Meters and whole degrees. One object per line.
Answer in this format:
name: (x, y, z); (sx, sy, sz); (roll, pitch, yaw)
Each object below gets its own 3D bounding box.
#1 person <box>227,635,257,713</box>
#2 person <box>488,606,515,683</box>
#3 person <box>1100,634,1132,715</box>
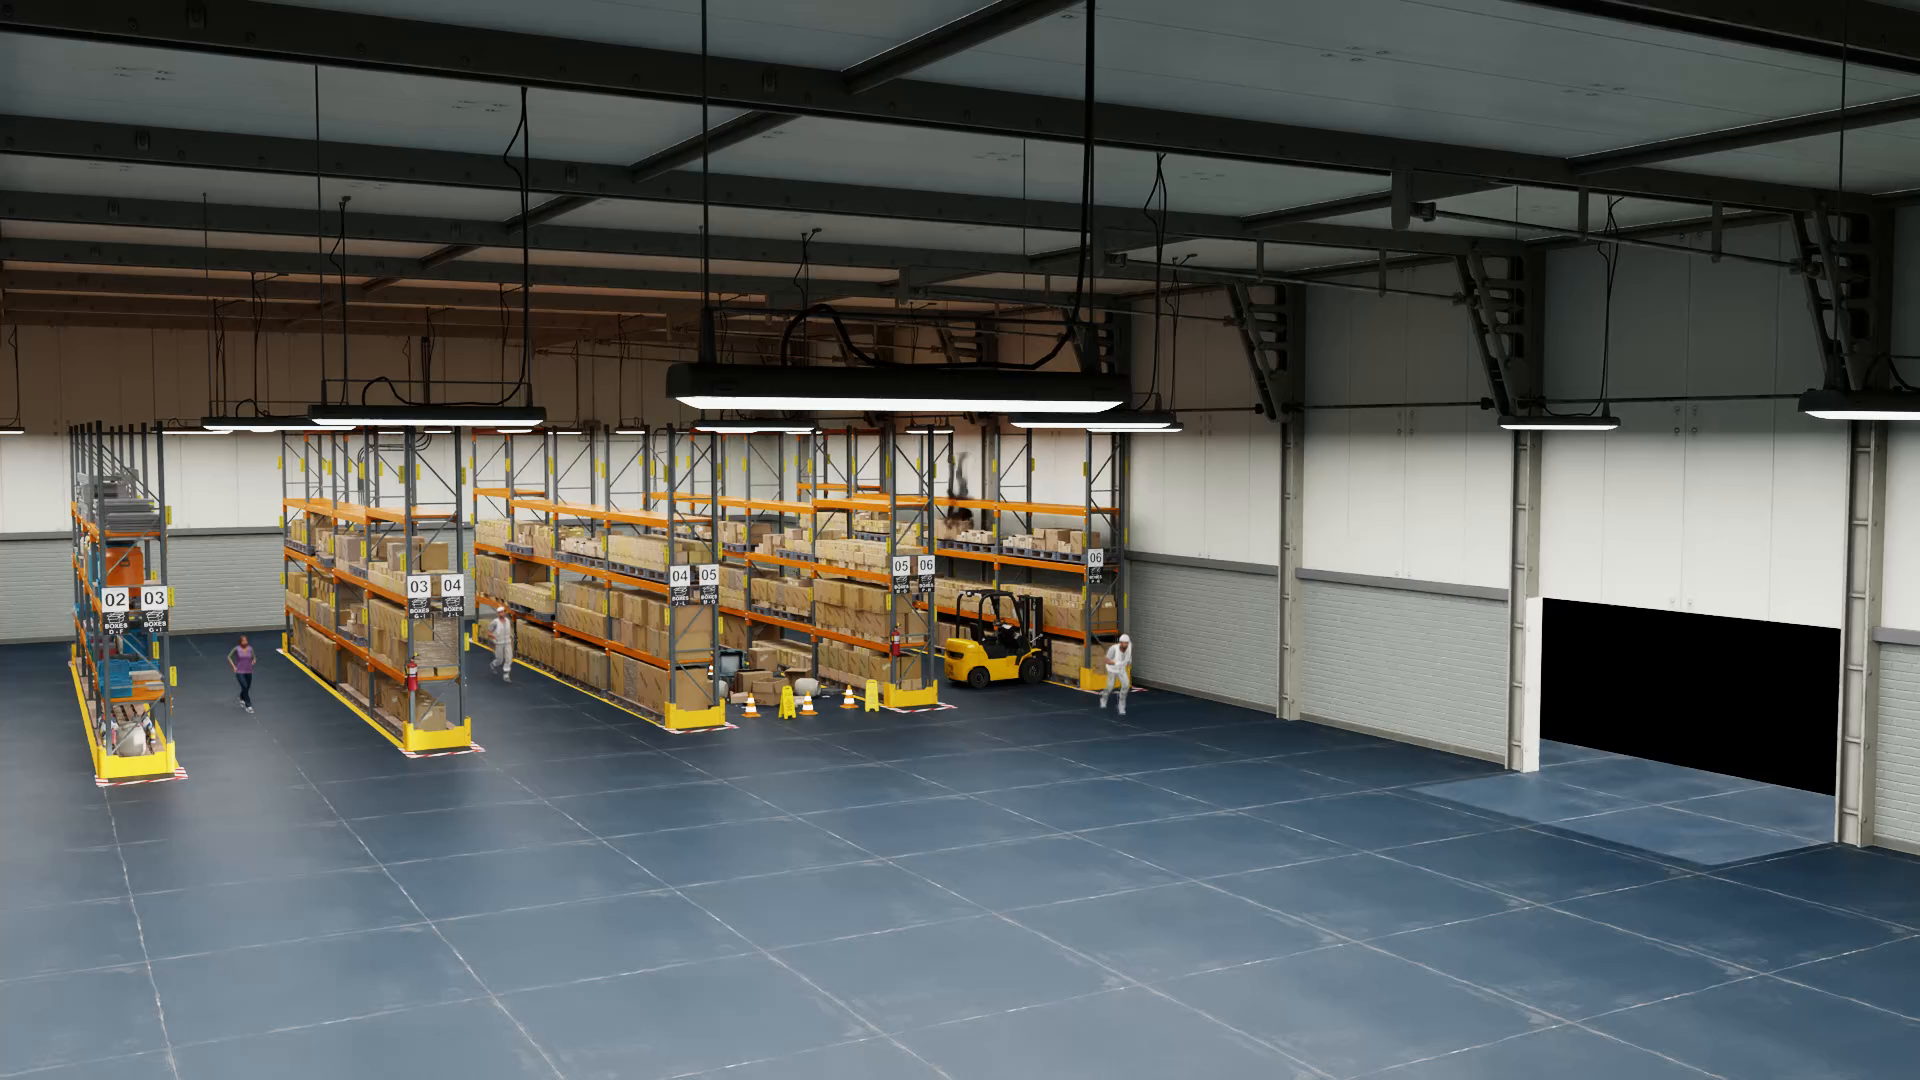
person: (-14.961, 2.779, 34.695); (0.546, 1.596, 0.788); (-3, 5, -41)
person: (-10.742, 2.439, 38.951); (0.638, 1.771, 0.863); (-3, 5, -41)
person: (3.246, 2.781, 34.534); (0.729, 1.721, 1.021); (-2, 4, -26)
